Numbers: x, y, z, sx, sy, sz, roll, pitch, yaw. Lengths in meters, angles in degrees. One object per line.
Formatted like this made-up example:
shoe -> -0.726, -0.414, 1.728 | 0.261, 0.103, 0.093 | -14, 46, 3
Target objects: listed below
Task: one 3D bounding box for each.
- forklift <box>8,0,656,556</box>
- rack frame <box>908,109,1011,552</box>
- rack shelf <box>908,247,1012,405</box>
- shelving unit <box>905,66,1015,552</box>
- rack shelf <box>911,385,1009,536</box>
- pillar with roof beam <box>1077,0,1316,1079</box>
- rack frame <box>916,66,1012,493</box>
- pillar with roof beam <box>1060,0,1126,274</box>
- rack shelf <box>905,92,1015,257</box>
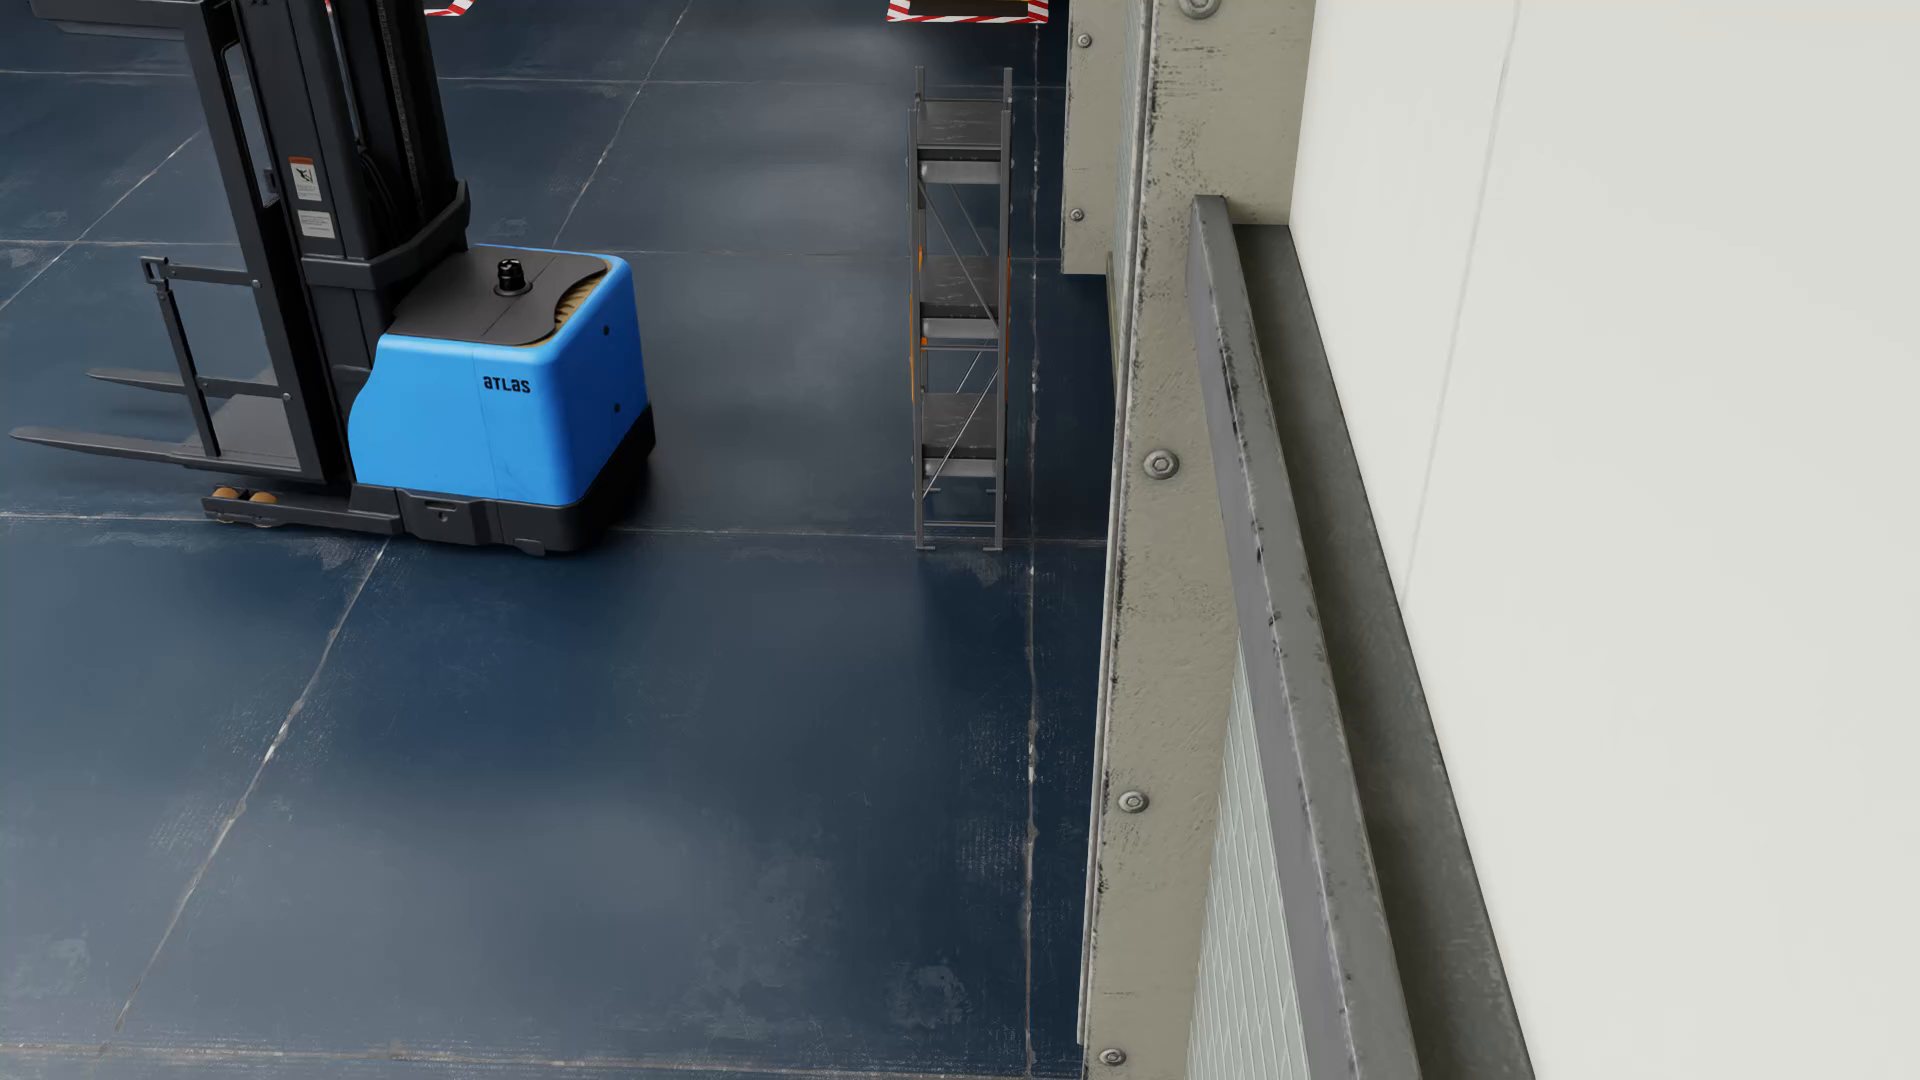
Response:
forklift -> -3.089, -1.545, 7.400 | 3.031, 2.935, 1.130 | 7, 36, 9
rack frame -> -0.003, -0.814, 7.082 | 0.400, 2.100, 0.015 | 1, 35, 2
rack shelf -> 0.007, -0.943, 7.289 | 0.431, 0.518, 0.480 | 1, 35, 2
shelving unit -> 0.007, -0.954, 7.282 | 0.431, 2.100, 0.503 | 1, 35, 2
rack shelf -> 0.007, -0.370, 7.692 | 0.431, 0.518, 0.480 | 1, 35, 2
pillar with roof beam -> -3.771, -2.054, 2.847 | 9.100, 9.000, 0.400 | 1, 35, 2
rack frame -> 0.016, -1.094, 7.481 | 0.400, 2.100, 0.015 | 1, 35, 2
pillar with roof beam -> -3.530, -5.502, 7.752 | 9.100, 9.000, 0.400 | 1, 35, 2
rack shelf -> 0.007, -1.516, 6.887 | 0.431, 0.518, 0.480 | 1, 35, 2
